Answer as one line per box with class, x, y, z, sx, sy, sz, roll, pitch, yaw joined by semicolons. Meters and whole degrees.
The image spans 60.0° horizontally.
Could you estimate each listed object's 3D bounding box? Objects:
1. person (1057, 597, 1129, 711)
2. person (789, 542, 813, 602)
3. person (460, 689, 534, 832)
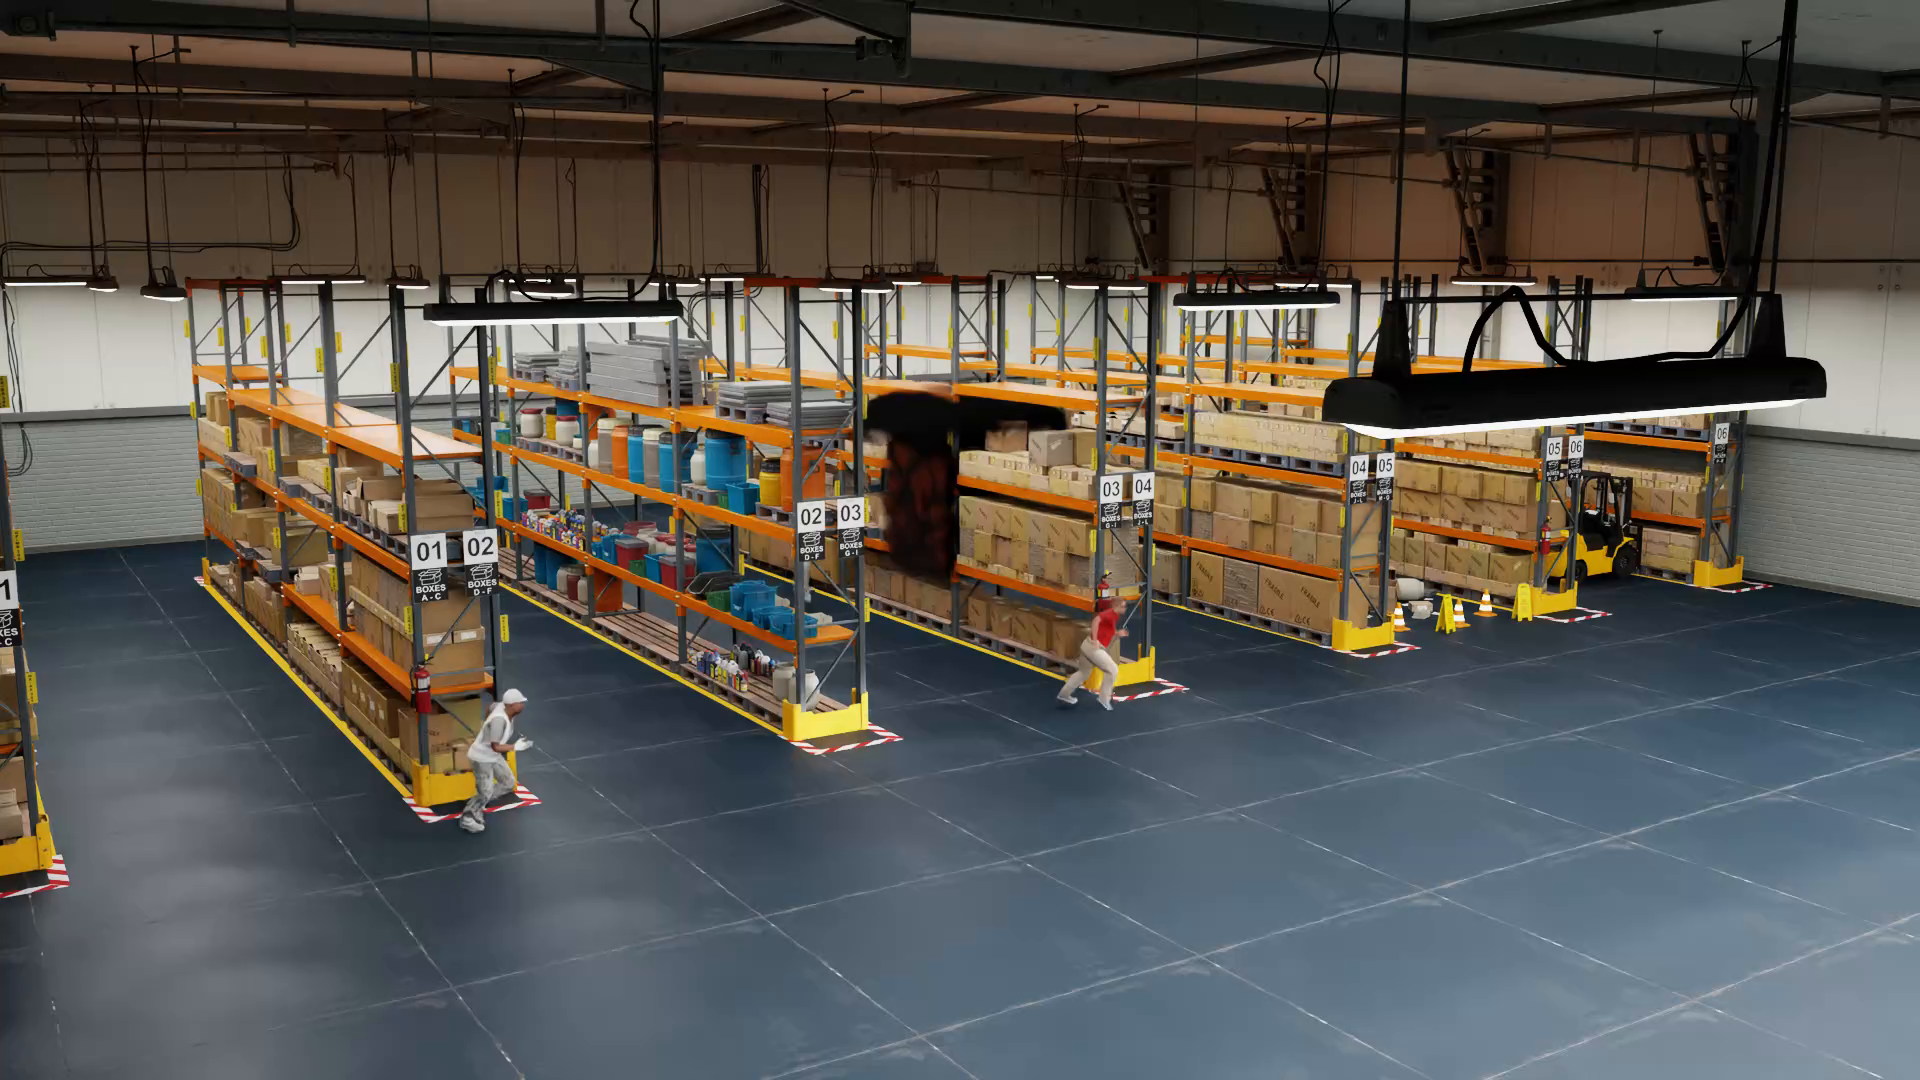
person;1.897;1.646;23.575;1.013;1.685;0.706;0;10;1
person;-2.790;0.154;30.248;0.731;1.915;0.800;-7;12;-37
person;-5.179;2.444;18.603;0.885;1.613;0.696;0;10;0
